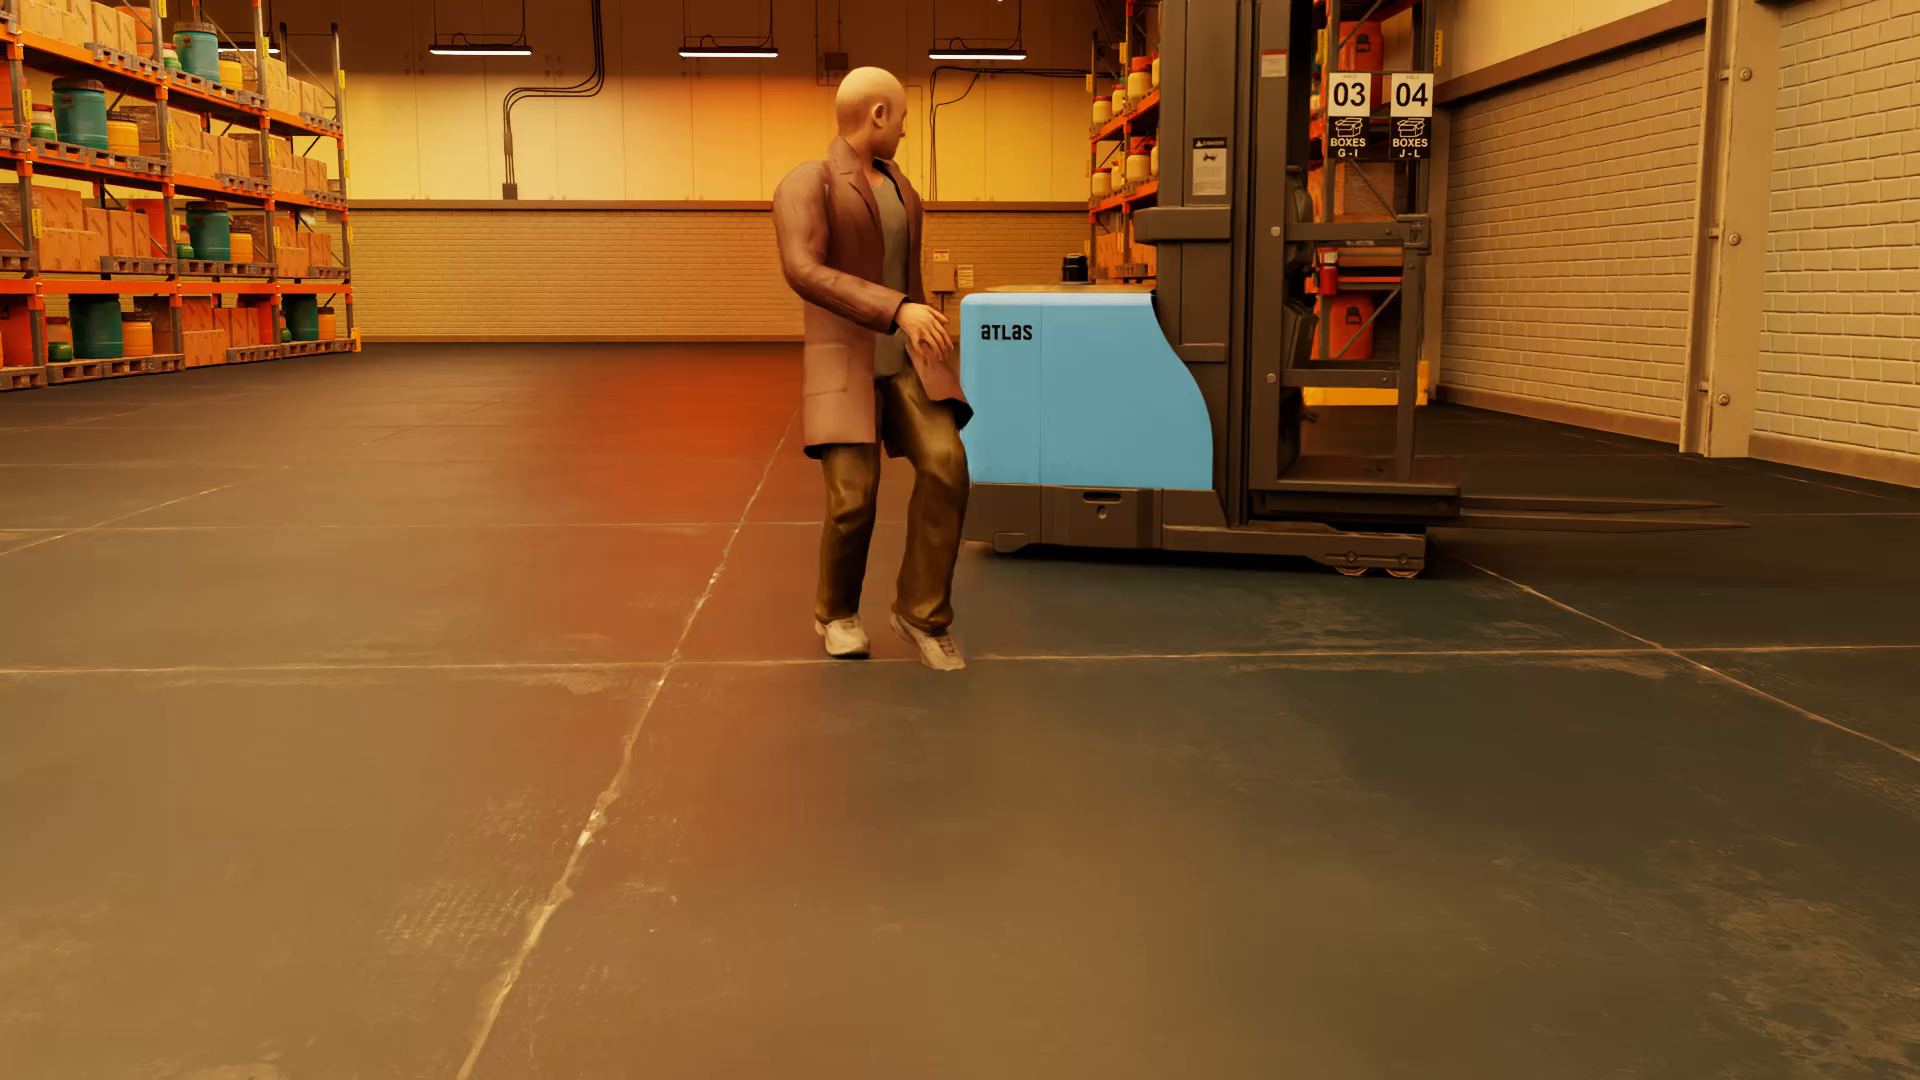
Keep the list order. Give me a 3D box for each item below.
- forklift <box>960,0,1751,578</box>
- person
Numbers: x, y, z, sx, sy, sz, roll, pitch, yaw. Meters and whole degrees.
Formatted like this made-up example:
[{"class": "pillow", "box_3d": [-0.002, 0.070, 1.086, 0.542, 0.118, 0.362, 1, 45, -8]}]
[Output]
[{"class": "forklift", "box_3d": [1.562, -1.390, 6.694, 3.031, 2.935, 1.130, 2, 9, 16]}, {"class": "person", "box_3d": [-0.265, -0.475, 4.923, 0.689, 1.784, 0.824, -5, 10, -31]}]
